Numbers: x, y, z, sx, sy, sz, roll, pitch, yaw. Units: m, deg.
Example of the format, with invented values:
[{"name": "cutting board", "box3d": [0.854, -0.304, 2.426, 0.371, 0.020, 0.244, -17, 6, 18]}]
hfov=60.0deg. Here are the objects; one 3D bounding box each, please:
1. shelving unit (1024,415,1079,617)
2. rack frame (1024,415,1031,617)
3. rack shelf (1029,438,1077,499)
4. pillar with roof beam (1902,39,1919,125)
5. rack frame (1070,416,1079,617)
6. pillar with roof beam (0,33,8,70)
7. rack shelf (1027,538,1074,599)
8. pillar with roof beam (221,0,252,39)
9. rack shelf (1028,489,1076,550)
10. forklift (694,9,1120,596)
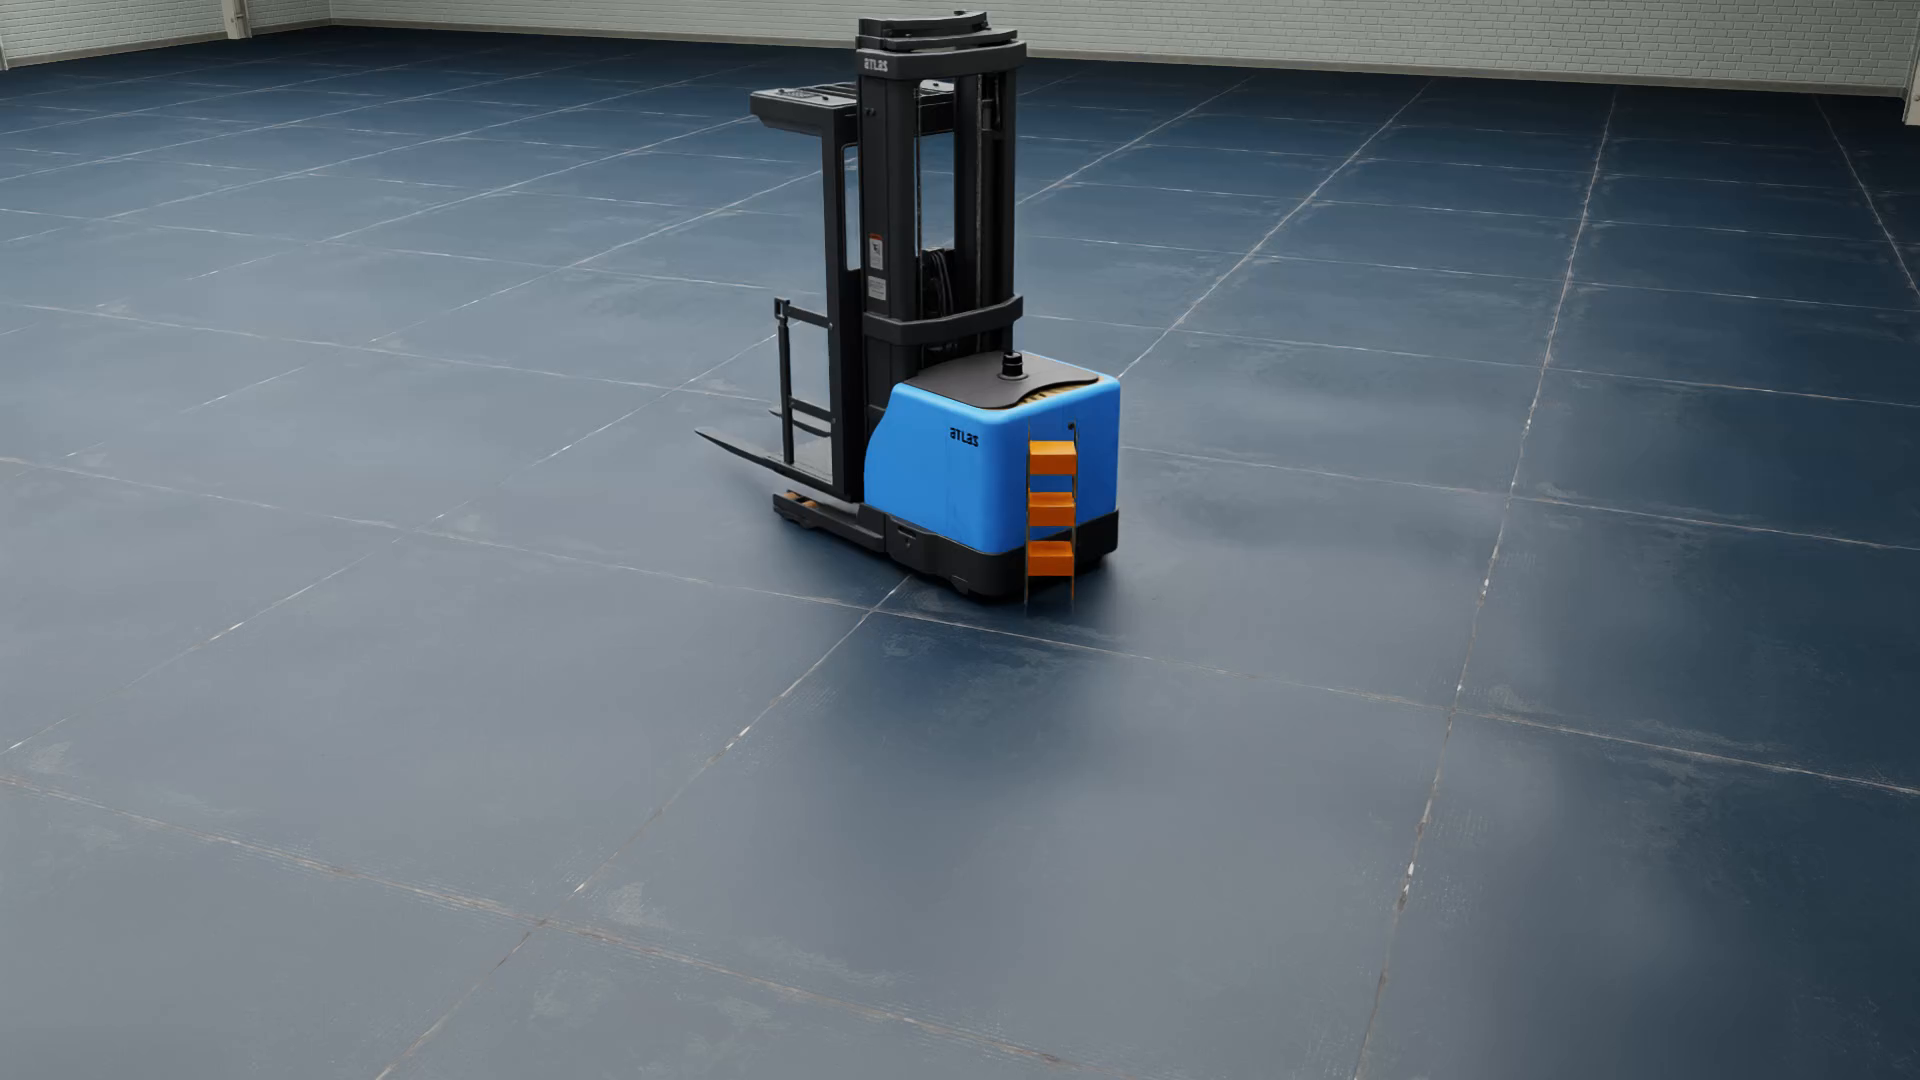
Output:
[{"name": "shelving unit", "box3d": [0.474, -0.118, 8.670, 0.252, 1.050, 0.215, 0, 23, 0]}, {"name": "rack frame", "box3d": [0.352, -0.119, 8.671, 0.008, 1.050, 0.200, 0, 23, 0]}, {"name": "rack shelf", "box3d": [0.474, -0.370, 8.565, 0.240, 0.259, 0.215, 0, 23, 0]}, {"name": "pillar with roof beam", "box3d": [10.010, -10.880, 24.123, 9.100, 9.000, 0.400, 9, 24, 20]}, {"name": "rack frame", "box3d": [0.596, -0.118, 8.670, 0.008, 1.050, 0.200, 0, 23, 0]}, {"name": "pillar with roof beam", "box3d": [-13.471, -12.010, 26.828, 9.100, 9.000, 0.400, 9, 24, 20]}, {"name": "rack shelf", "box3d": [0.473, 0.148, 8.781, 0.240, 0.259, 0.215, 0, 23, 0]}, {"name": "pillar with roof beam", "box3d": [-11.242, -14.157, 31.968, 9.100, 9.000, 0.400, 9, 24, 20]}, {"name": "rack shelf", "box3d": [0.474, -0.108, 8.674, 0.240, 0.259, 0.215, 0, 23, 0]}, {"name": "forklift", "box3d": [-0.477, -1.537, 9.626, 1.130, 2.935, 3.031, -20, 30, -39]}]
